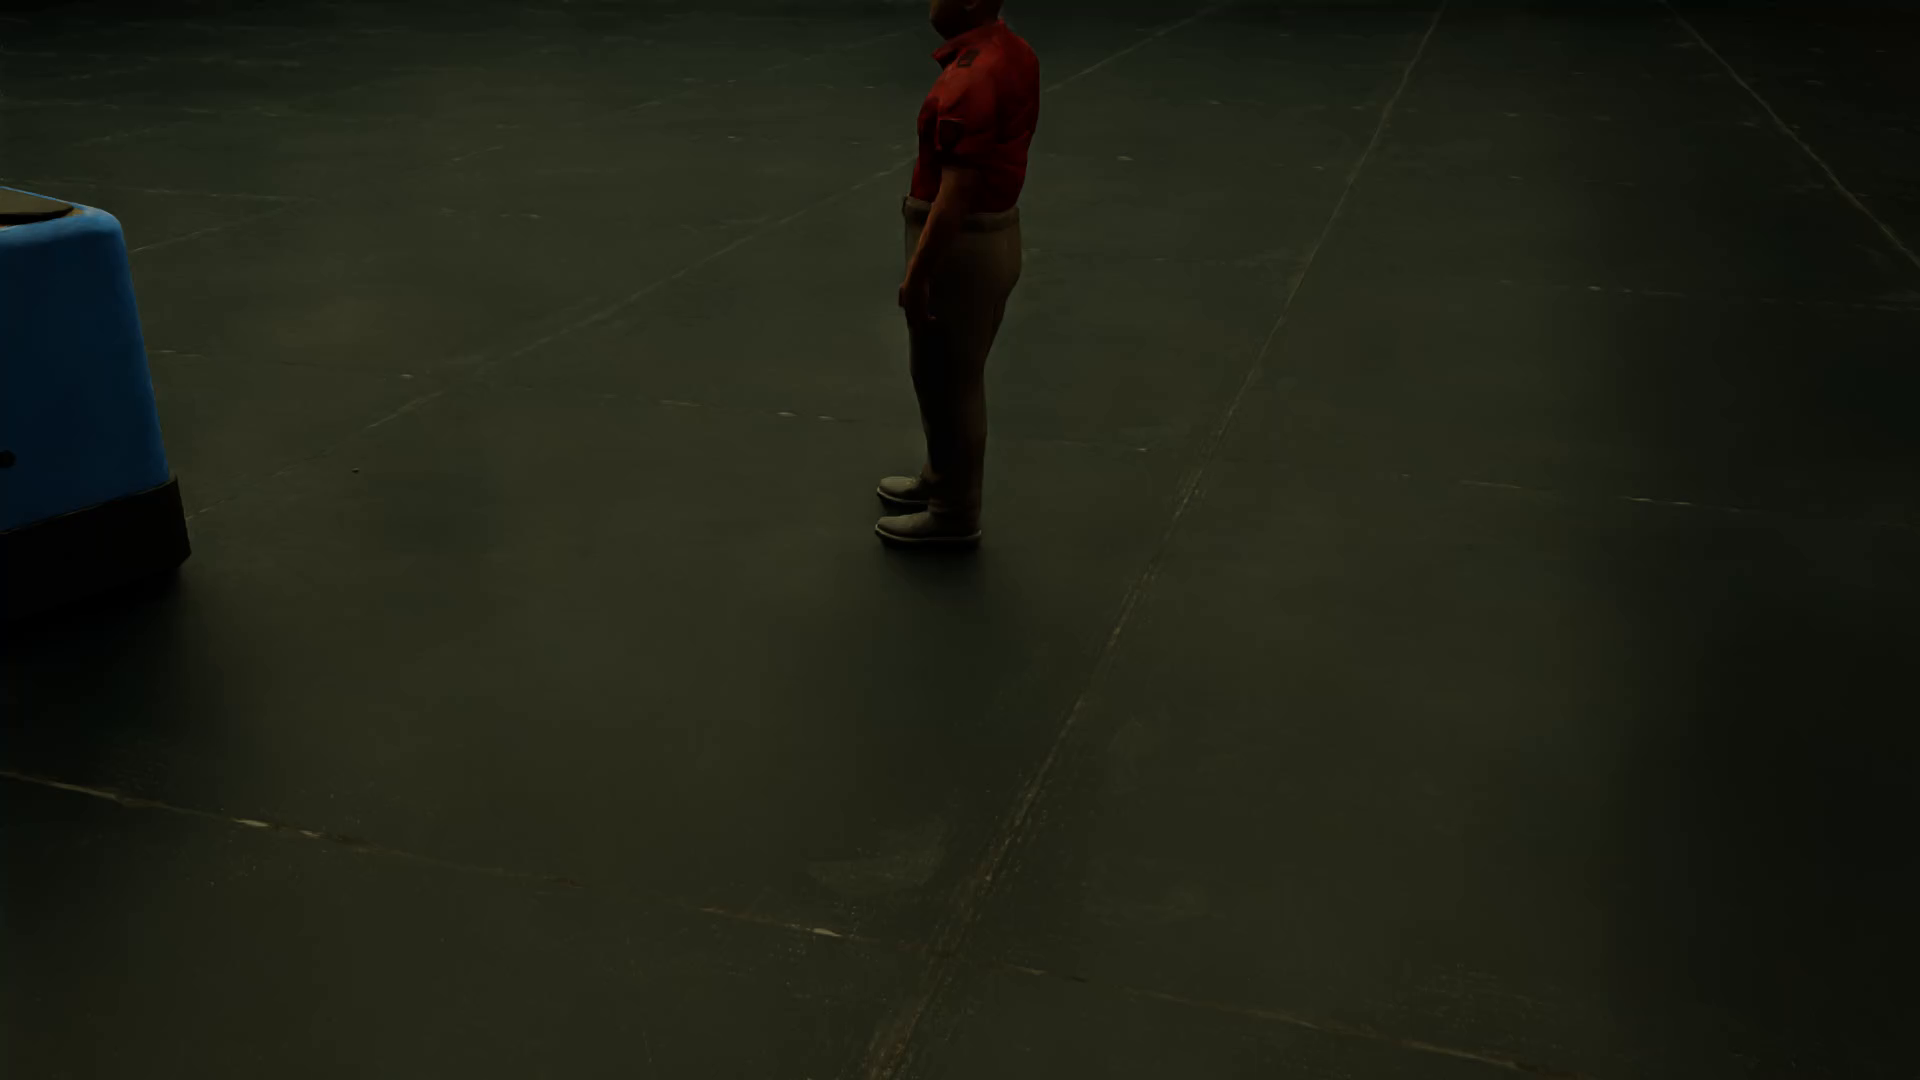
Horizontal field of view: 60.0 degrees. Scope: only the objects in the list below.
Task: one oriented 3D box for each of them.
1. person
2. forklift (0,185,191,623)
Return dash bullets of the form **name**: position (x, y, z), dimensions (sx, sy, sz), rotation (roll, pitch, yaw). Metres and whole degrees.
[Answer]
- **person**: position (-0.082, -0.820, 4.823), dimensions (0.550, 1.727, 0.640), rotation (7, 23, 16)
- **forklift**: position (-3.709, -1.433, 4.752), dimensions (3.031, 2.935, 1.130), rotation (16, 27, 34)
